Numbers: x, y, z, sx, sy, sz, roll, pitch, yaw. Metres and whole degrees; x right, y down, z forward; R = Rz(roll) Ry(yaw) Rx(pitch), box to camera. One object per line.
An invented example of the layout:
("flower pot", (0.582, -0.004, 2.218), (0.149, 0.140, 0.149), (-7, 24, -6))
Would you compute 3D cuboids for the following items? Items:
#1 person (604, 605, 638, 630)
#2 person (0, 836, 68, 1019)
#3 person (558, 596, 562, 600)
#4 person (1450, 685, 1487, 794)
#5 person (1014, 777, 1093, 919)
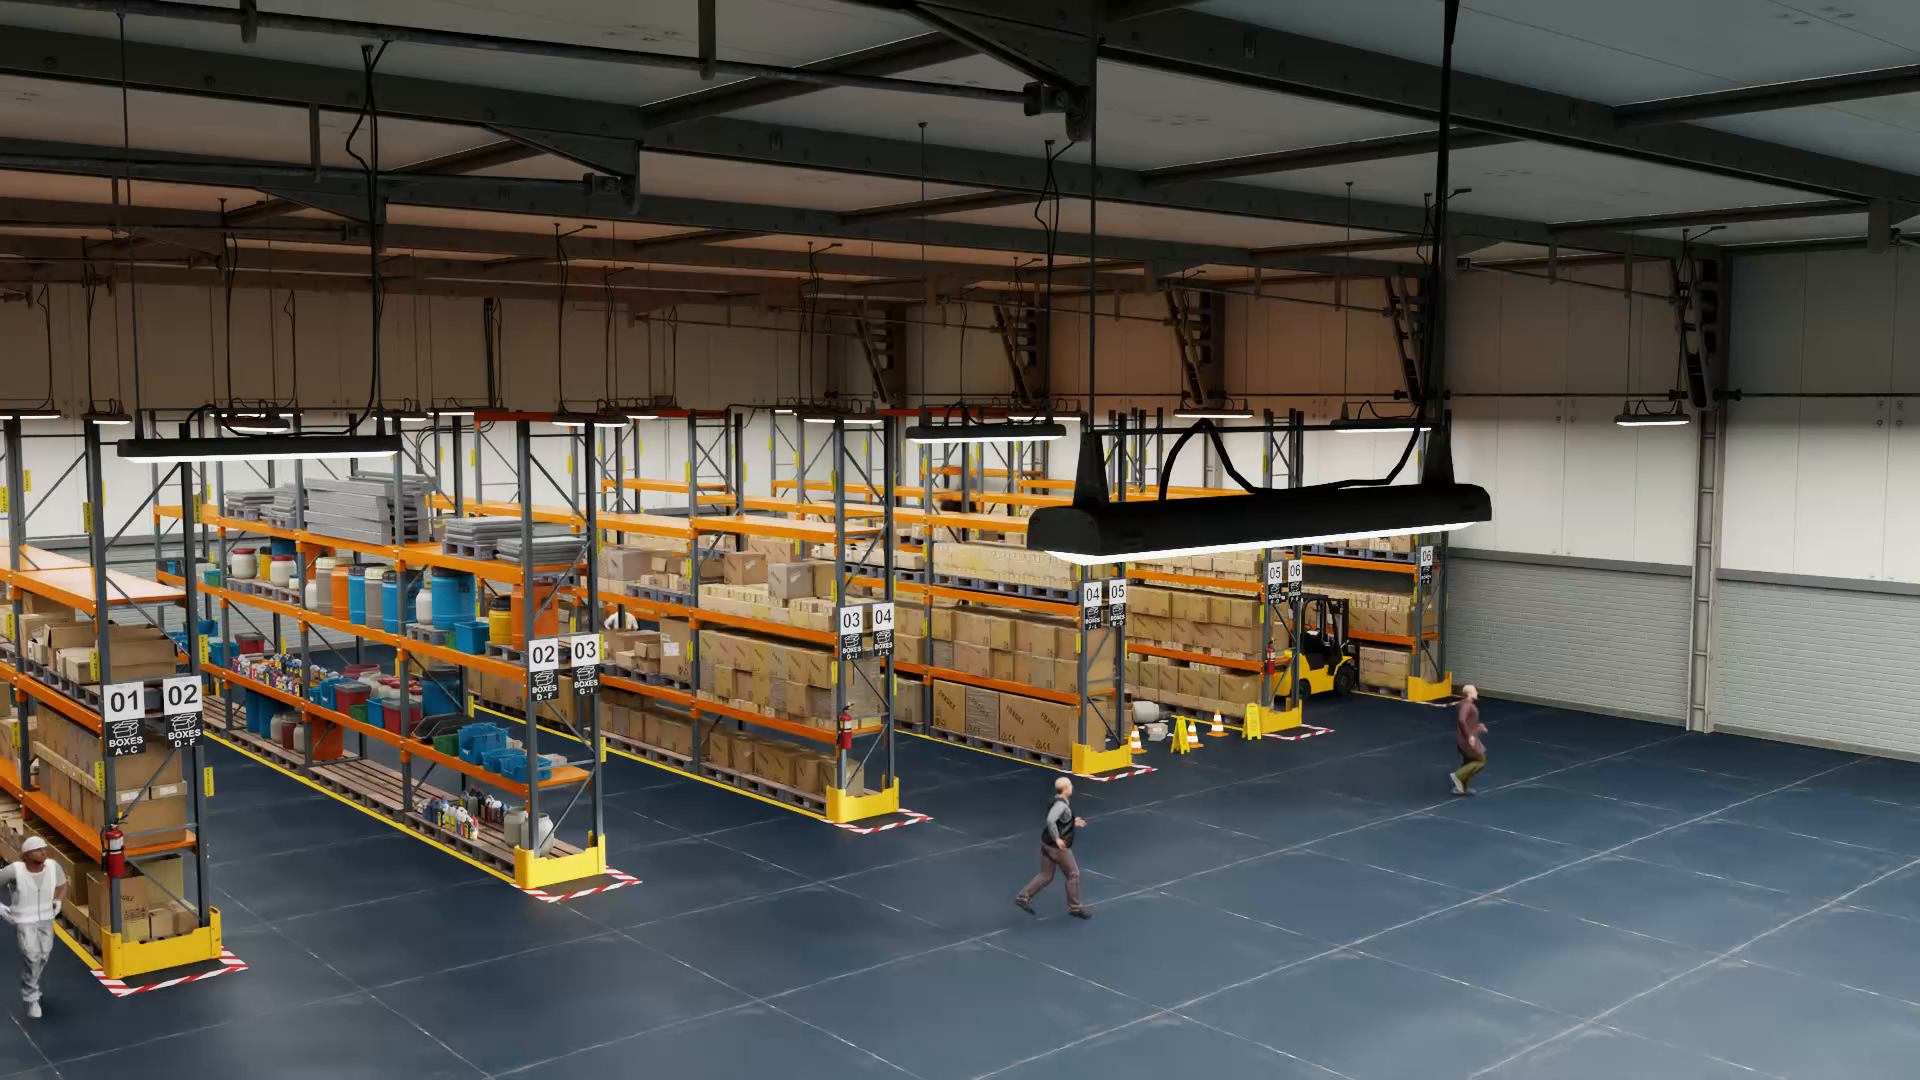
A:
("person", (-7.389, 2.237, 36.481), (0.716, 1.755, 1.020), (-4, 6, -38))
("person", (-9.543, 3.949, 17.146), (0.724, 1.817, 0.691), (4, 6, 35))
("person", (-9.607, 2.100, 39.483), (0.729, 1.580, 0.680), (0, 5, -2))
("person", (8.049, 3.160, 26.288), (0.629, 1.735, 0.723), (0, 5, 3))
("person", (1.127, 3.716, 19.996), (0.953, 1.731, 0.617), (-2, 5, -17))
